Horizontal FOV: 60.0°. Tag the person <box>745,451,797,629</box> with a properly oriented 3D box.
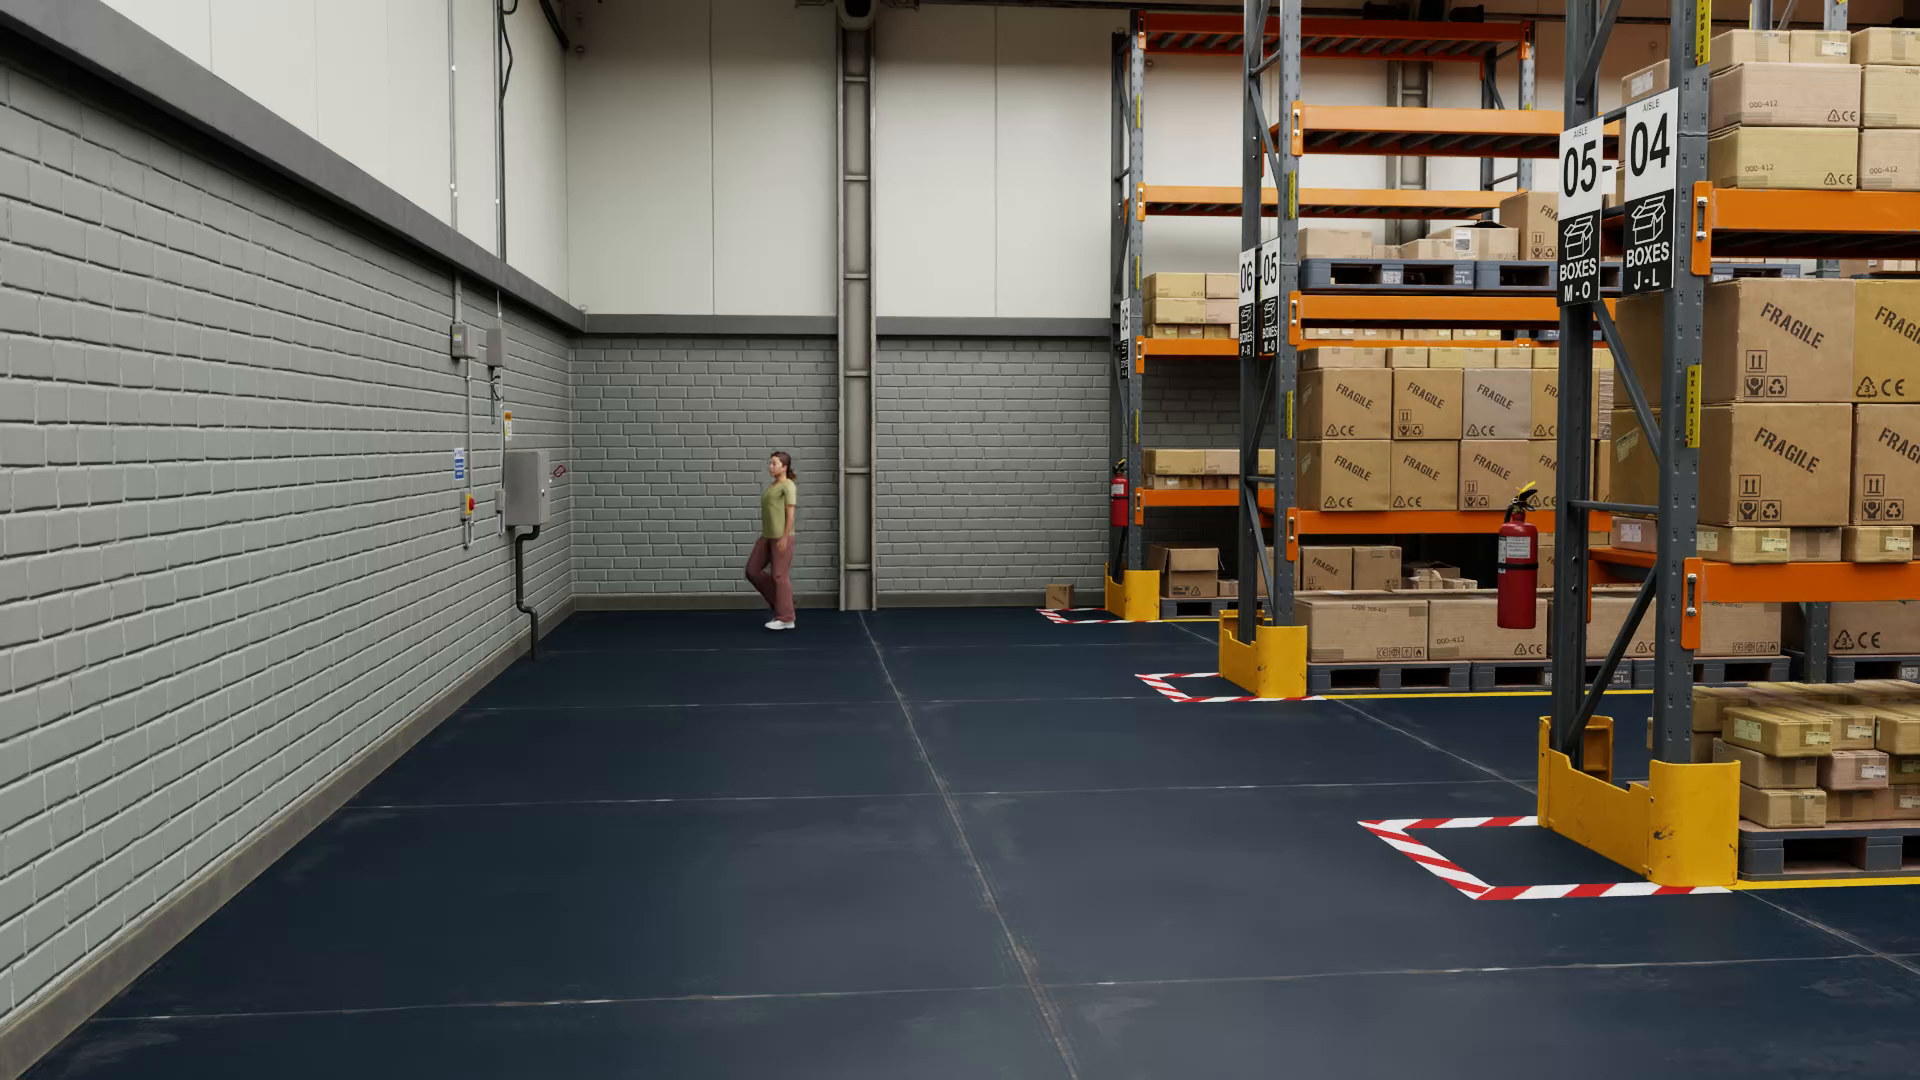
[{"bbox_3d":[-1.736,0.003,15.572,0.460,1.664,0.462,-2,4,-35],"label":"person"}]
